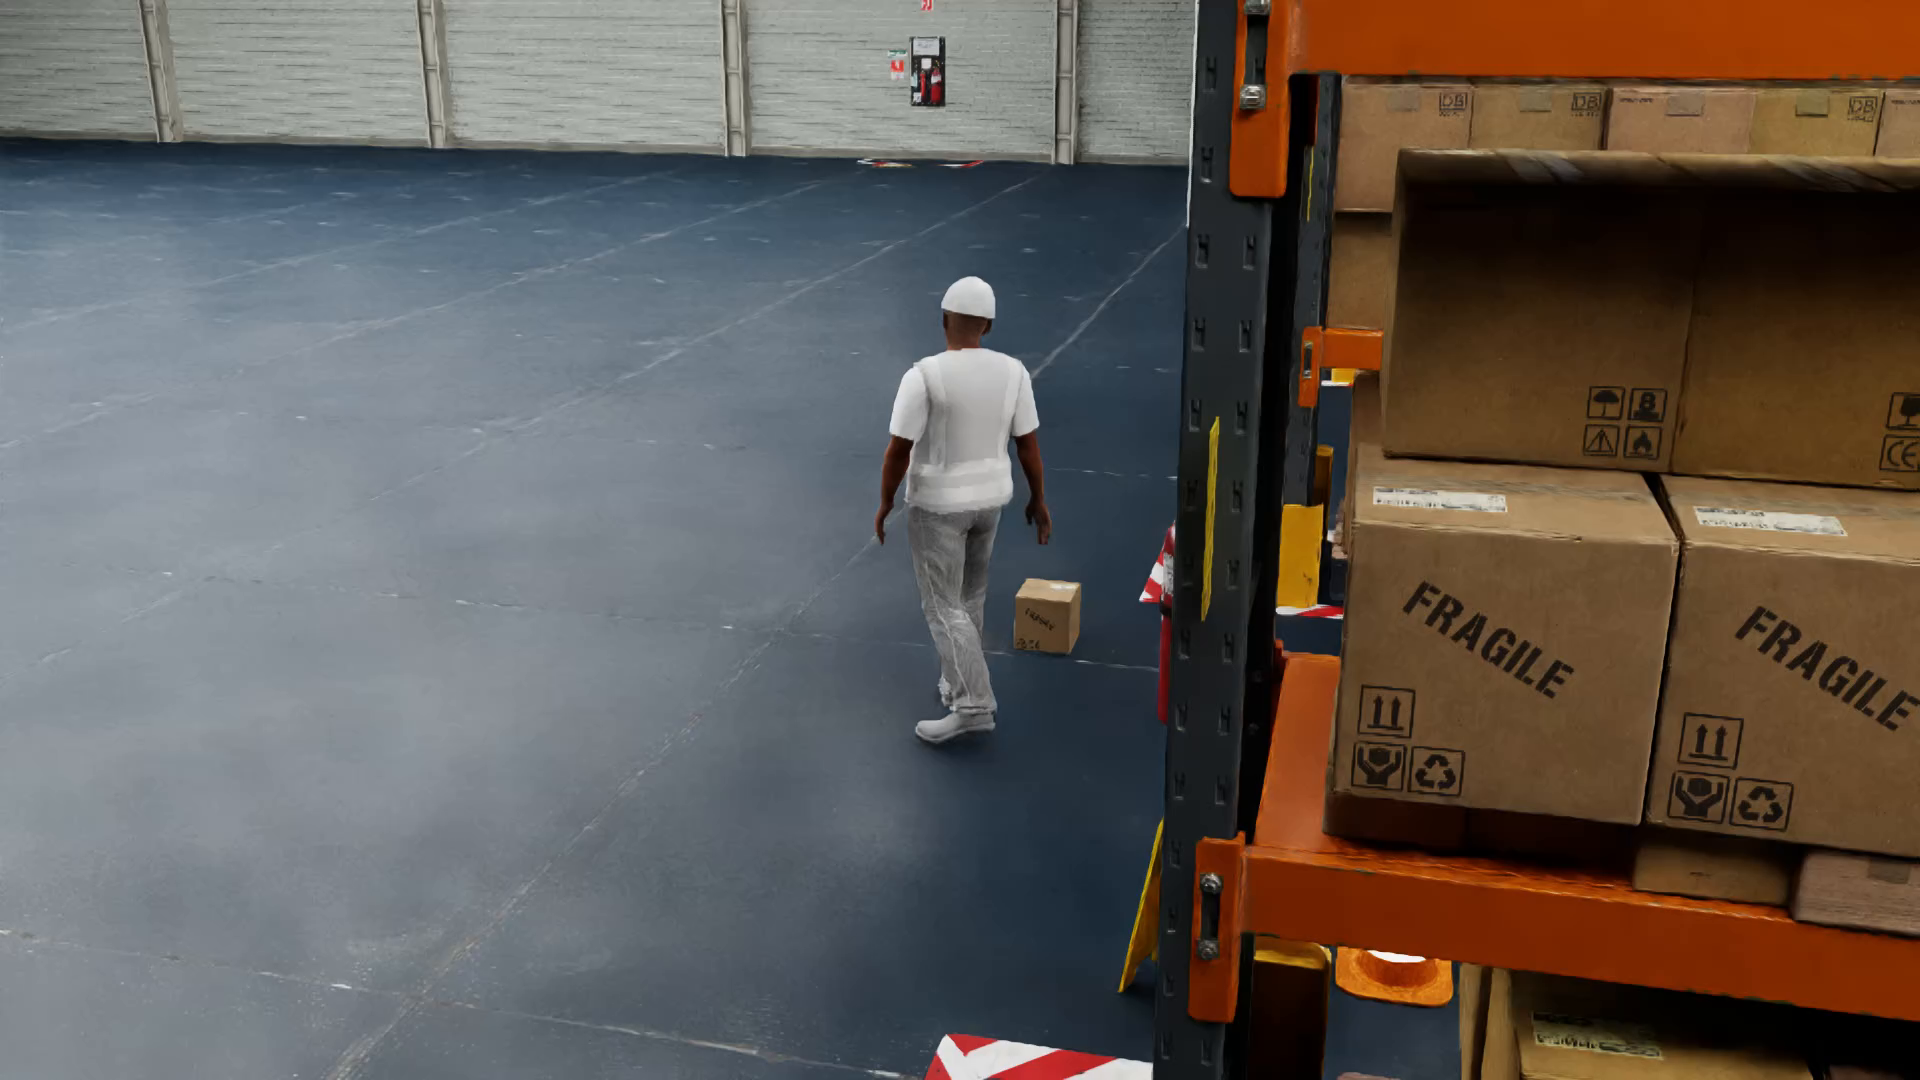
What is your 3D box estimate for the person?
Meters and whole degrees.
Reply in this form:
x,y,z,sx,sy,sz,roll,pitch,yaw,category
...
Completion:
x,y,z,sx,sy,sz,roll,pitch,yaw,category
0.032,-0.133,6.432,0.671,1.758,0.683,-10,20,-27,person
